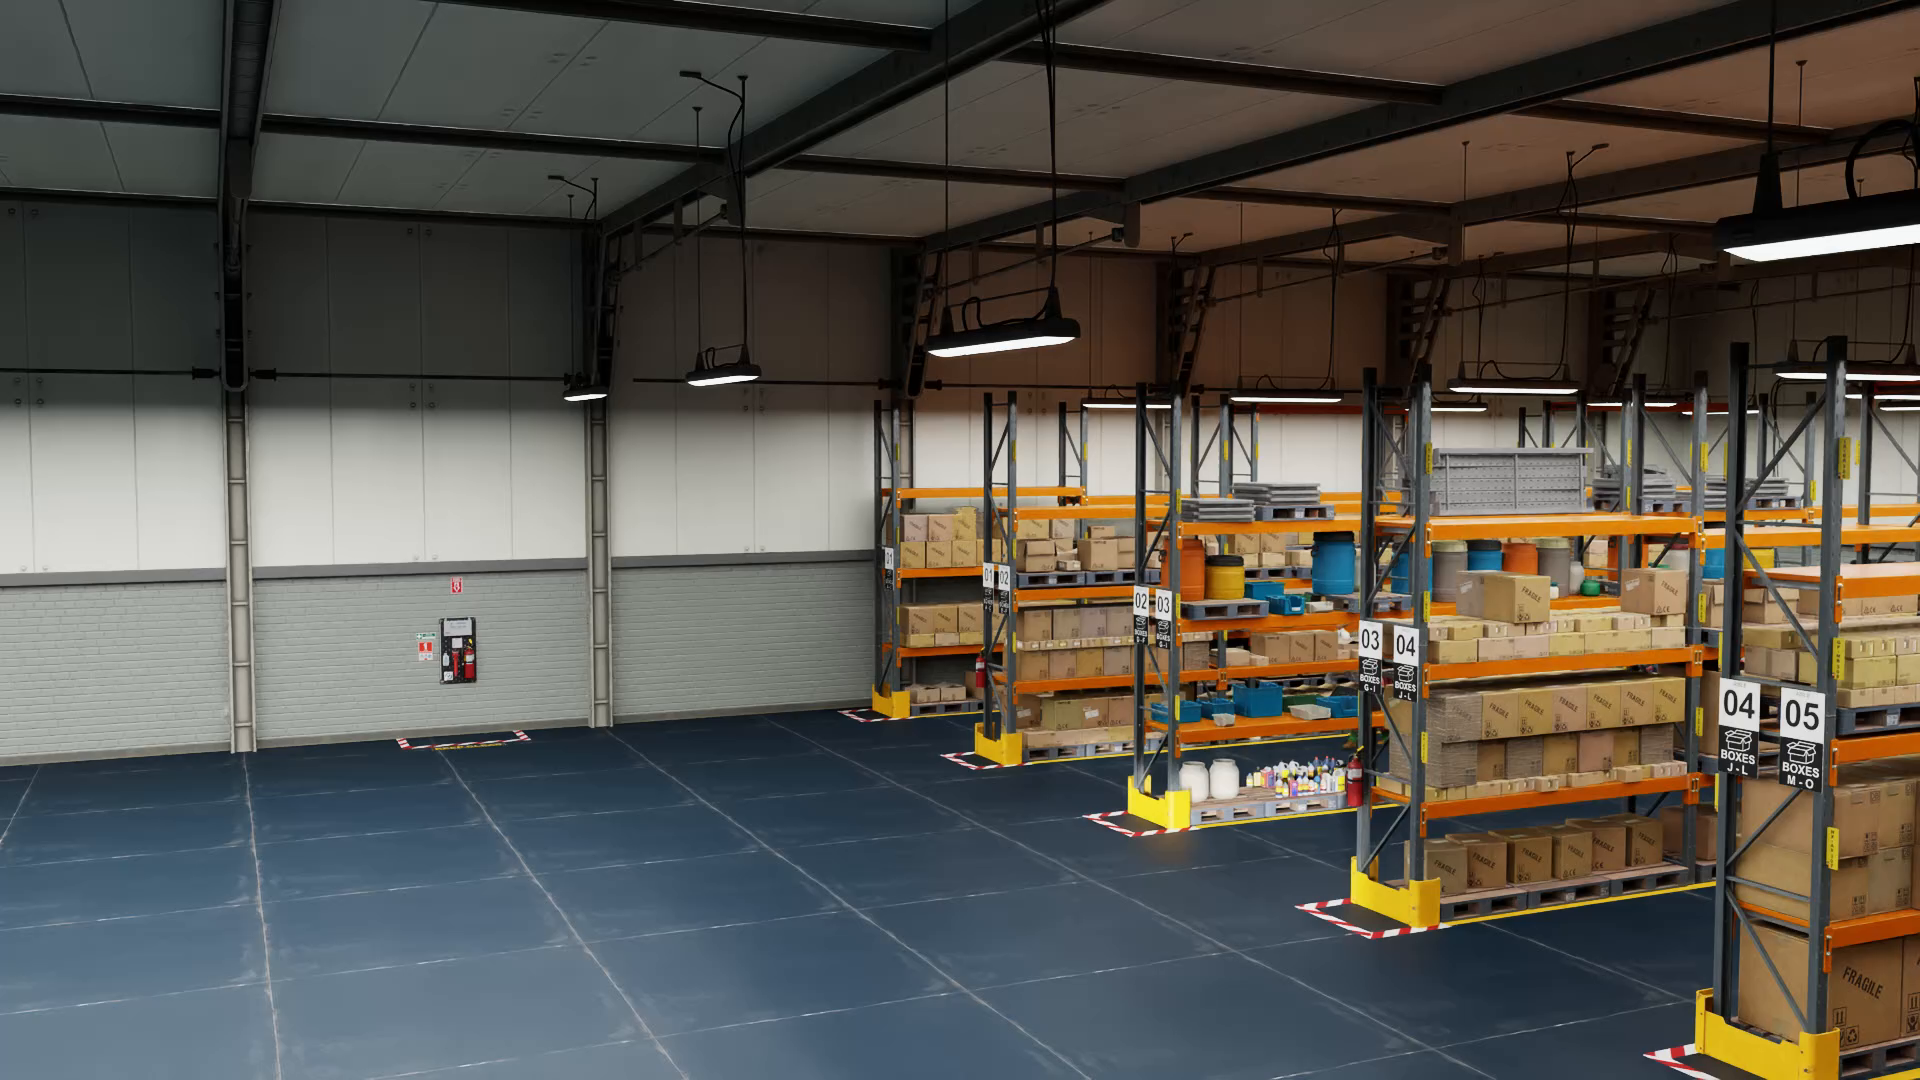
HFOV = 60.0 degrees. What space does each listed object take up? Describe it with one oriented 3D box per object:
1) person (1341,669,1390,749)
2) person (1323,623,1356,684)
[{"bbox_3d":[6.914,2.635,28.068,0.969,1.748,0.514,-3,4,-37],"label":"person"},{"bbox_3d":[7.667,2.358,33.739,1.022,1.622,0.506,-2,4,-33],"label":"person"}]
